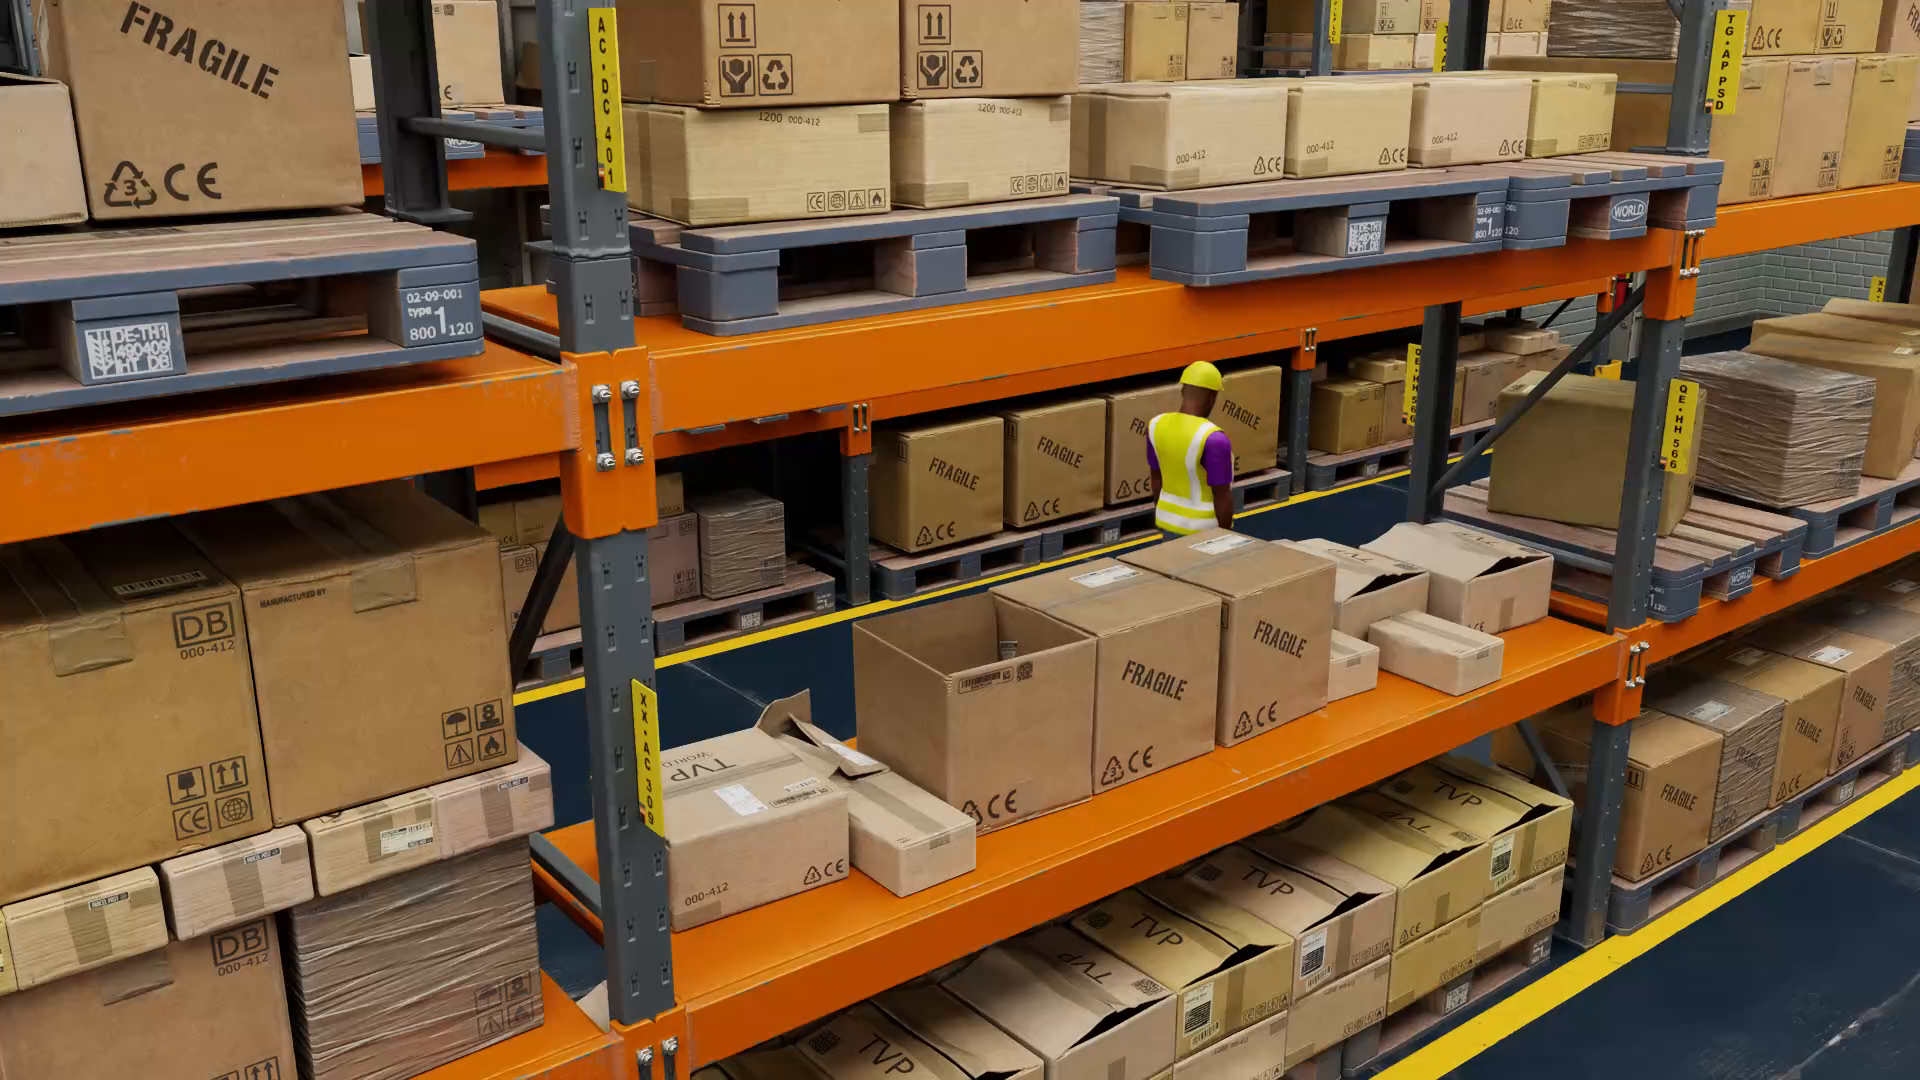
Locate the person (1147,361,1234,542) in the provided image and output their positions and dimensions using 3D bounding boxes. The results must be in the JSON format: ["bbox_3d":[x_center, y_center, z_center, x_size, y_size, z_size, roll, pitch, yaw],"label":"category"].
[{"bbox_3d":[1.219,-0.068,8.737,0.368,1.758,0.568,-13,22,-35],"label":"person"}]
